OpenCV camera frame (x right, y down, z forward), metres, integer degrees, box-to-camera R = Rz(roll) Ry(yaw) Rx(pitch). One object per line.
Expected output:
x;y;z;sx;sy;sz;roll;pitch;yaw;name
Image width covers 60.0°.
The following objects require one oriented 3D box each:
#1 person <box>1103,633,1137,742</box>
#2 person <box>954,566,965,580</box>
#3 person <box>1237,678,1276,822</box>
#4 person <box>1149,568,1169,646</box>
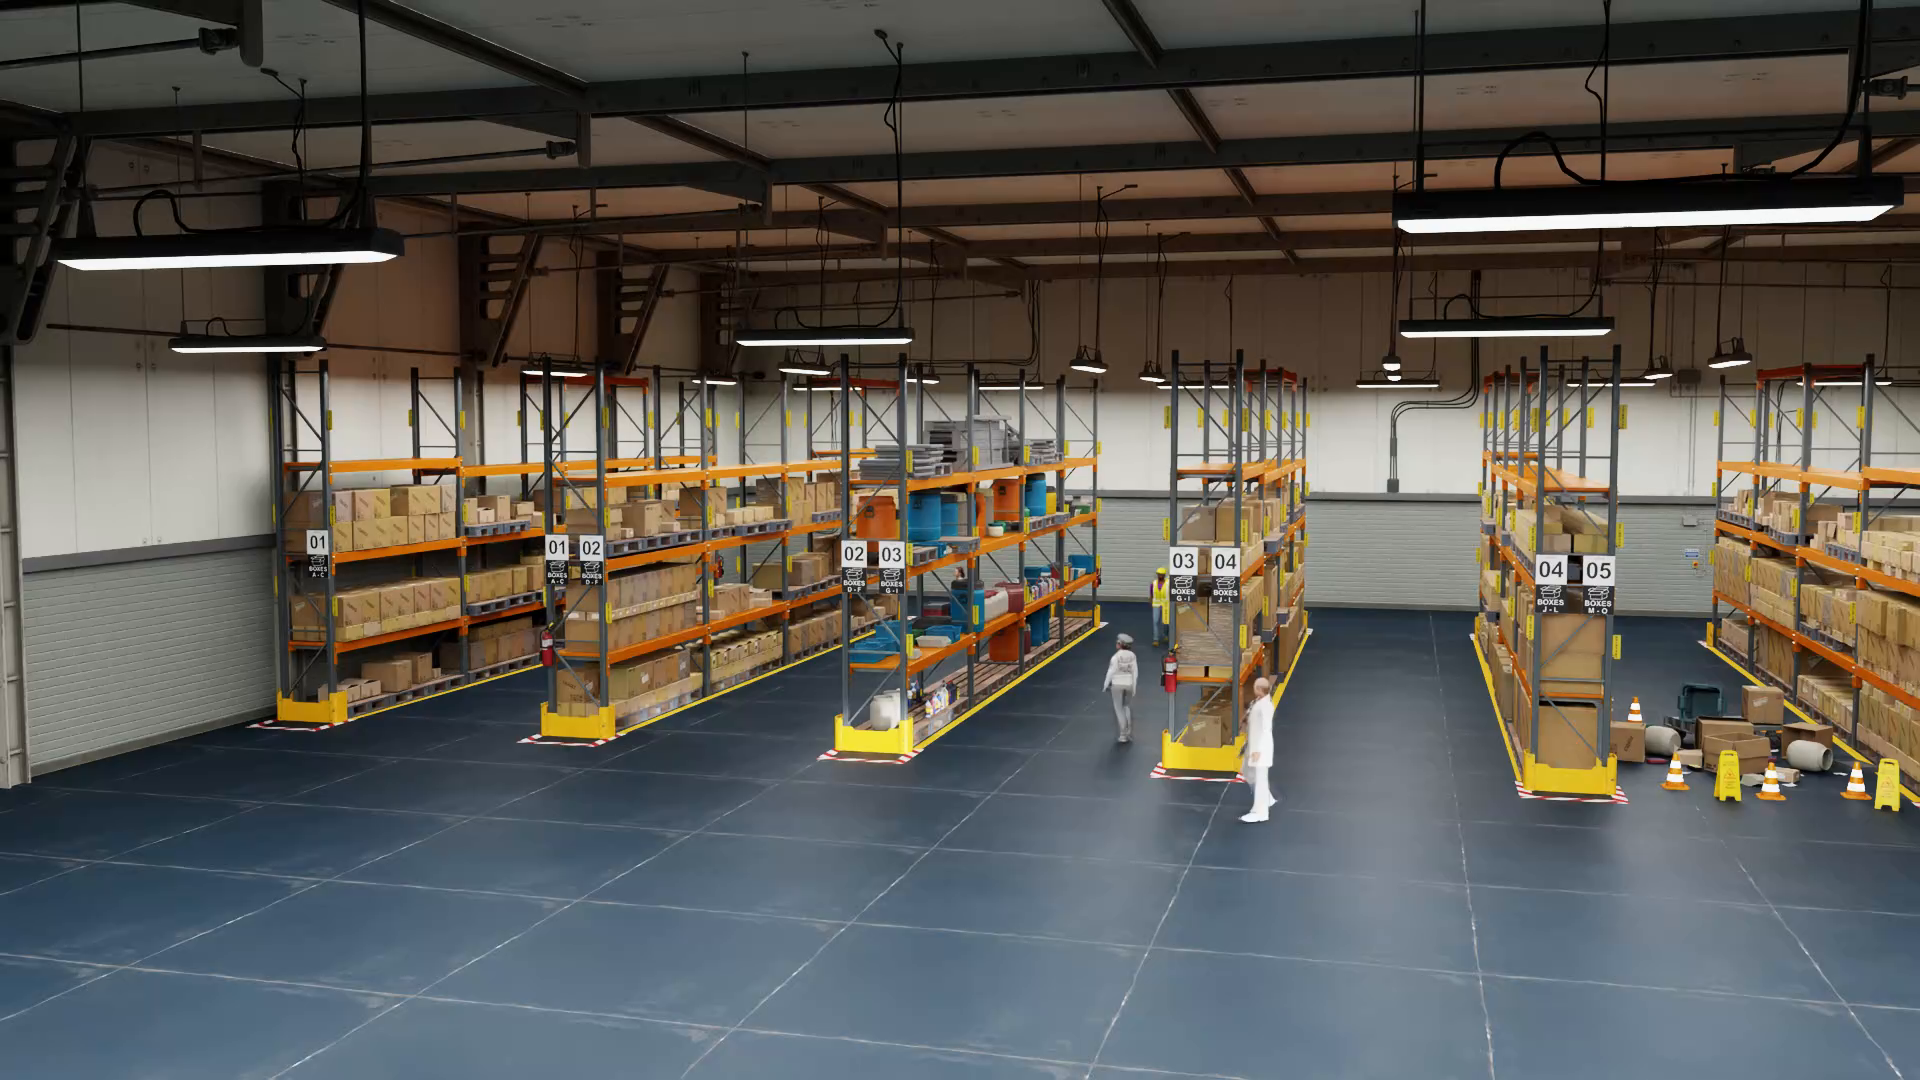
2.509;2.318;25.878;0.524;1.746;0.516;-1;4;-20;person
-0.038;1.434;37.927;0.372;1.679;0.514;-1;4;-16;person
3.740;2.606;20.882;0.553;1.789;0.676;-1;4;-8;person
4.485;1.484;36.988;0.579;1.726;1.031;1;4;13;person
